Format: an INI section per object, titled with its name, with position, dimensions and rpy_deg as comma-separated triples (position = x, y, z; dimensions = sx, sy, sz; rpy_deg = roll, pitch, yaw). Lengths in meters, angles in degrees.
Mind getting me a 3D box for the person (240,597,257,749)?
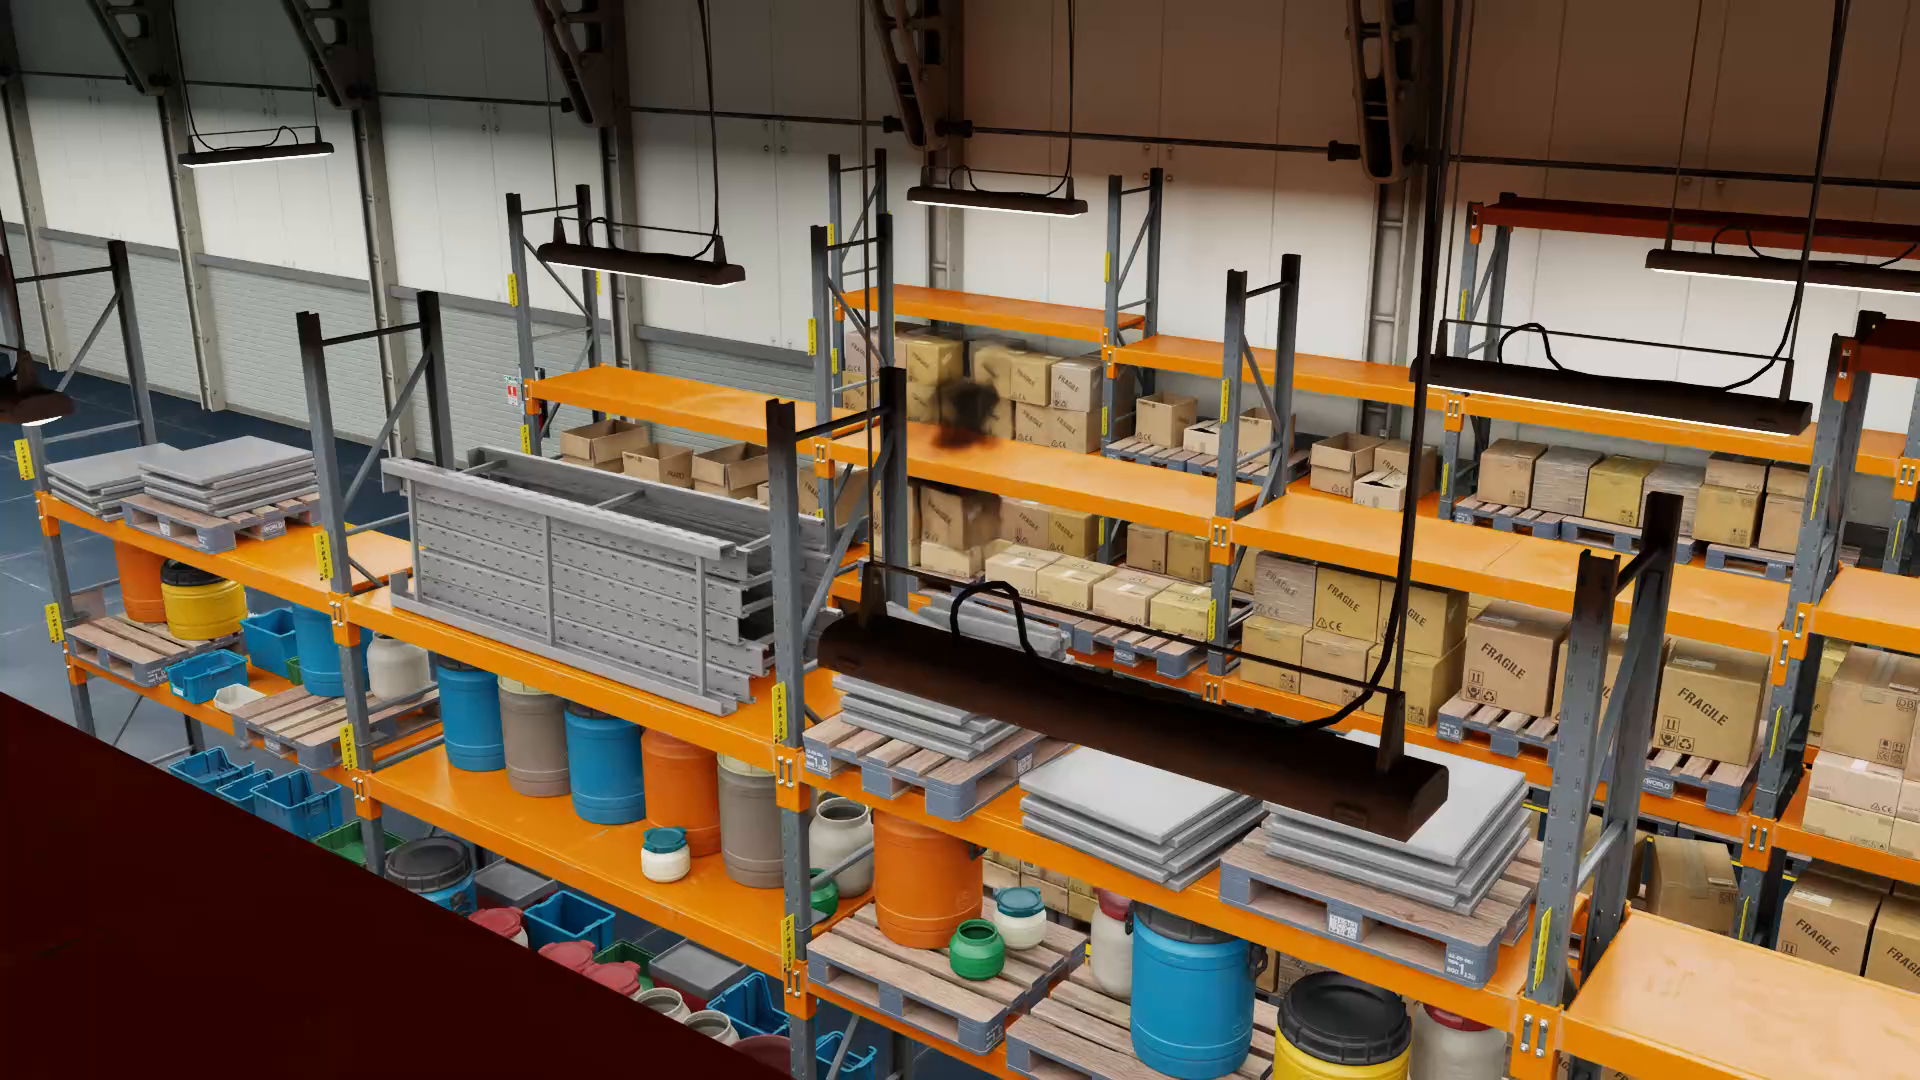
[person]
position = -7.688, 1.403, 18.146
dimensions = 0.849, 1.800, 0.713
rpy_deg = -10, 21, -28
